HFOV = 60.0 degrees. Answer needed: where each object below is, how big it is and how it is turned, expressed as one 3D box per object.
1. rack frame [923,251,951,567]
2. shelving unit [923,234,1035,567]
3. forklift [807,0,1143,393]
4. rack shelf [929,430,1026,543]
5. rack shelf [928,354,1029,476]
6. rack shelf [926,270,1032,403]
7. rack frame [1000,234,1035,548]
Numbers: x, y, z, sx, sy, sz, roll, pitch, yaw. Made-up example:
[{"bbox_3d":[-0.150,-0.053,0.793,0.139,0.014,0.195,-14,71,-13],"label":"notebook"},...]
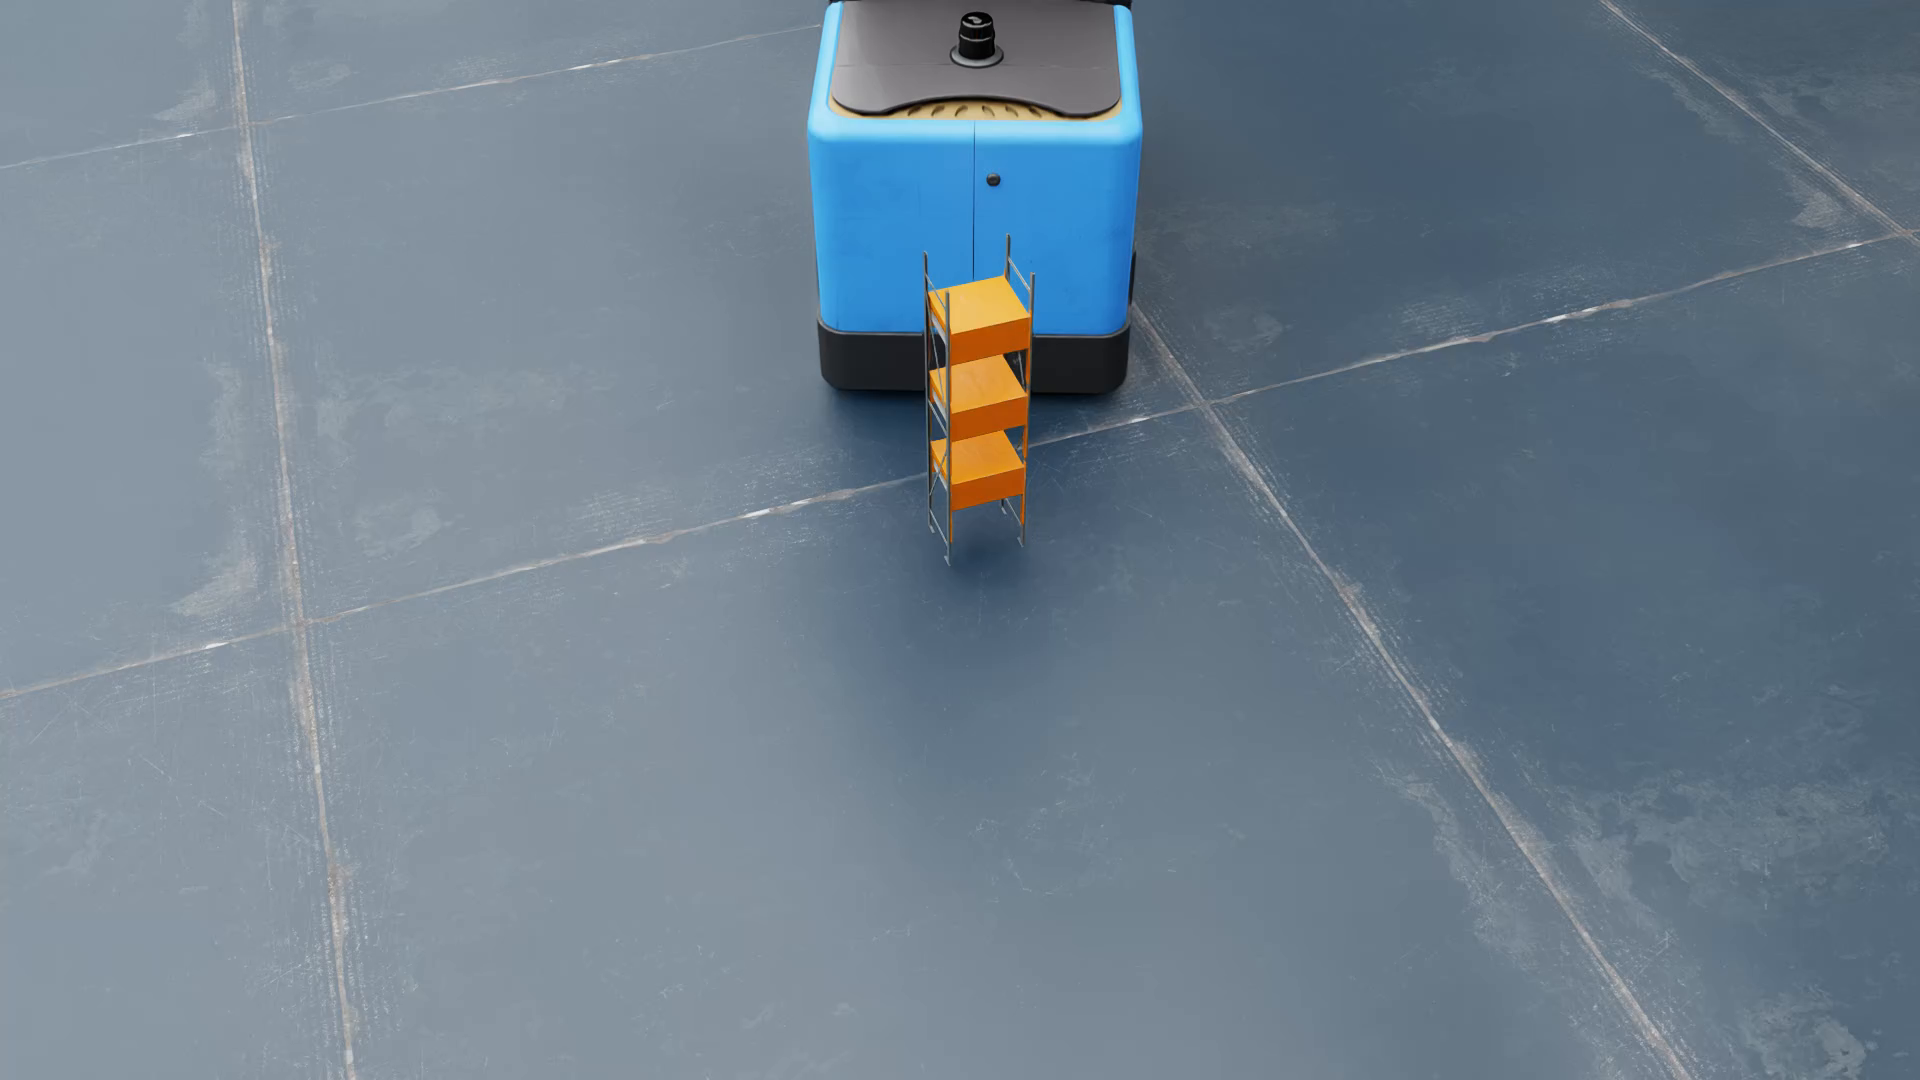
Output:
[{"bbox_3d":[-0.064,-0.354,4.862,0.008,1.050,0.200,-14,47,-14],"label":"rack frame"},{"bbox_3d":[0.050,-0.383,4.891,0.252,1.050,0.215,-14,47,-14],"label":"shelving unit"},{"bbox_3d":[0.078,-2.560,5.733,1.130,2.935,3.031,1,45,1],"label":"forklift"},{"bbox_3d":[0.050,-0.180,5.095,0.240,0.259,0.215,-14,47,-14],"label":"rack shelf"},{"bbox_3d":[0.050,-0.376,4.898,0.240,0.259,0.215,-14,47,-14],"label":"rack shelf"},{"bbox_3d":[0.050,-0.576,4.697,0.240,0.259,0.215,-14,47,-14],"label":"rack shelf"},{"bbox_3d":[0.165,-0.413,4.920,0.008,1.050,0.200,-14,47,-14],"label":"rack frame"}]
